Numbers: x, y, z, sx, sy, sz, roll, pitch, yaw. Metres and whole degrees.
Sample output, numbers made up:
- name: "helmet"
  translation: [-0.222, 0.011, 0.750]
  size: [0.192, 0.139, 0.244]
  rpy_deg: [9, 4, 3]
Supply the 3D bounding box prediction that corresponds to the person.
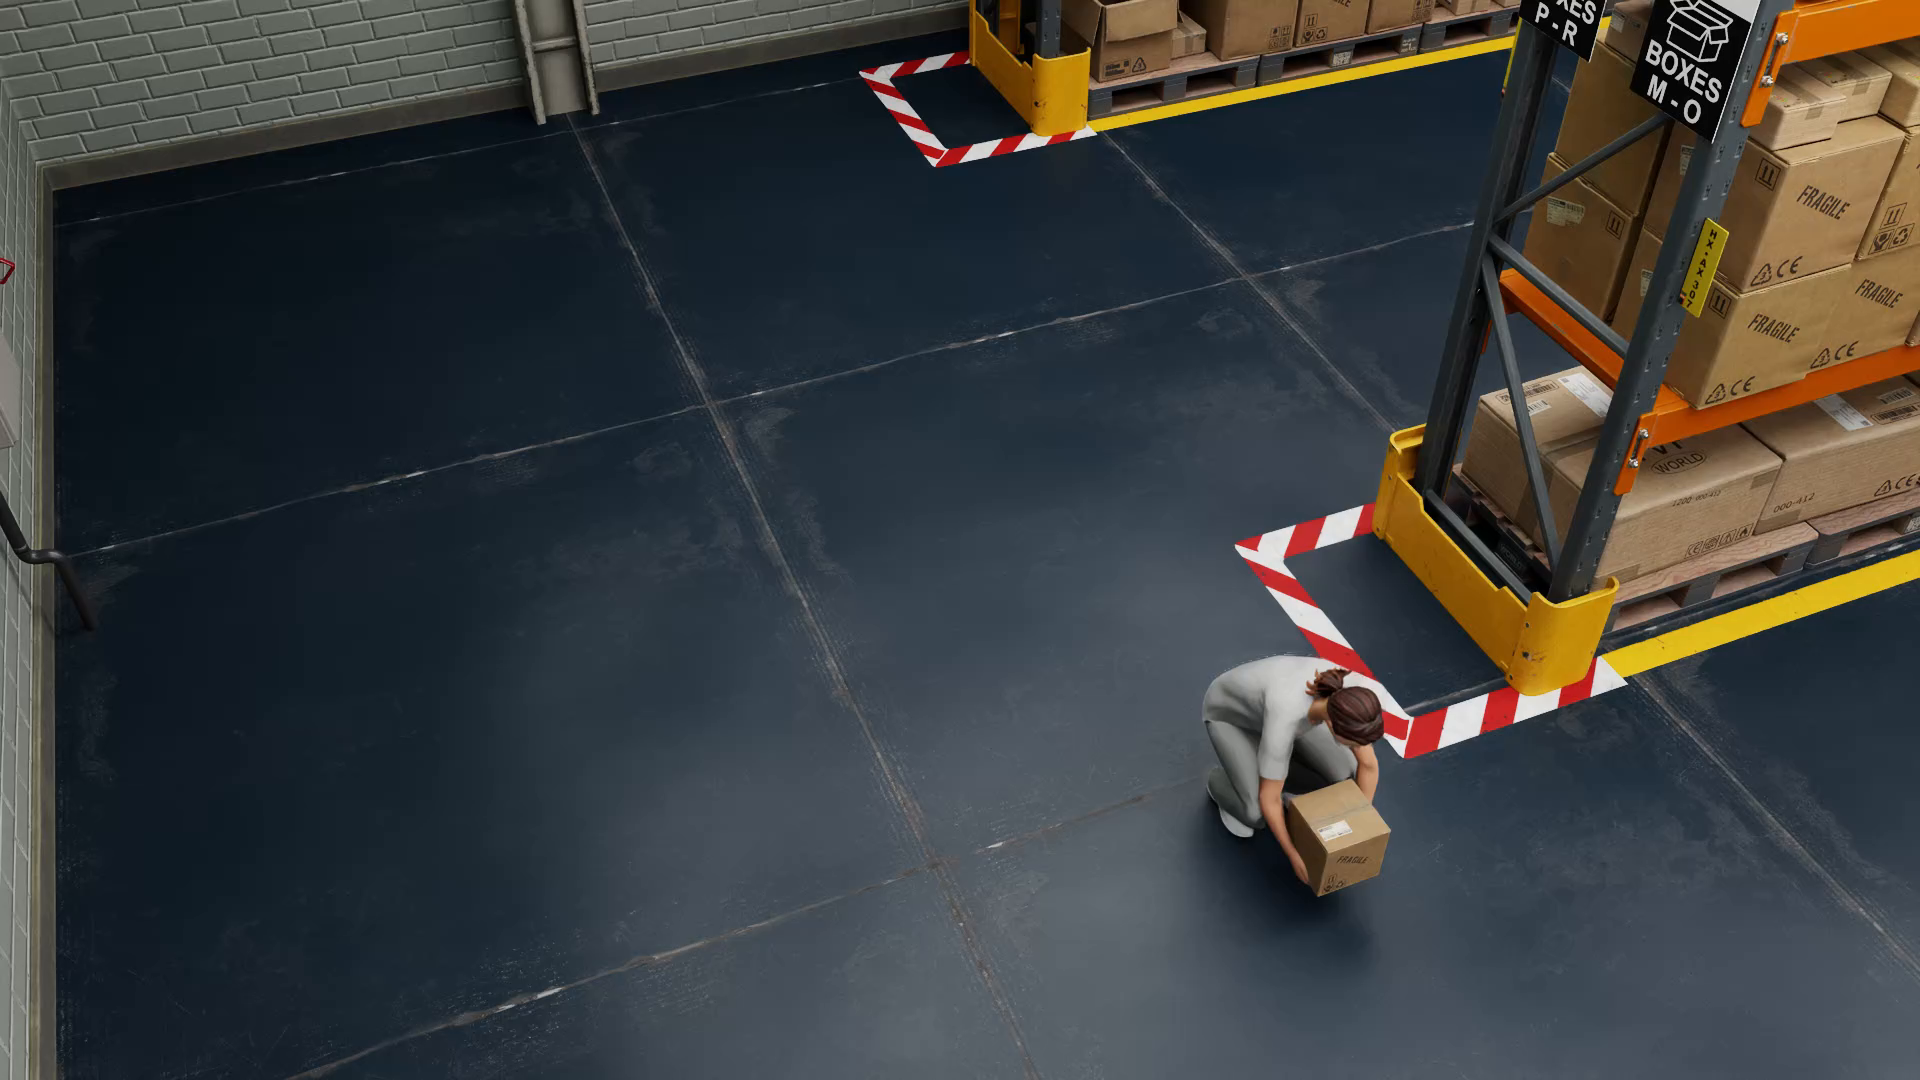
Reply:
- name: "person"
  translation: [1.192, 0.725, 5.914]
  size: [0.490, 0.932, 0.801]
  rpy_deg: [-15, 44, -16]
